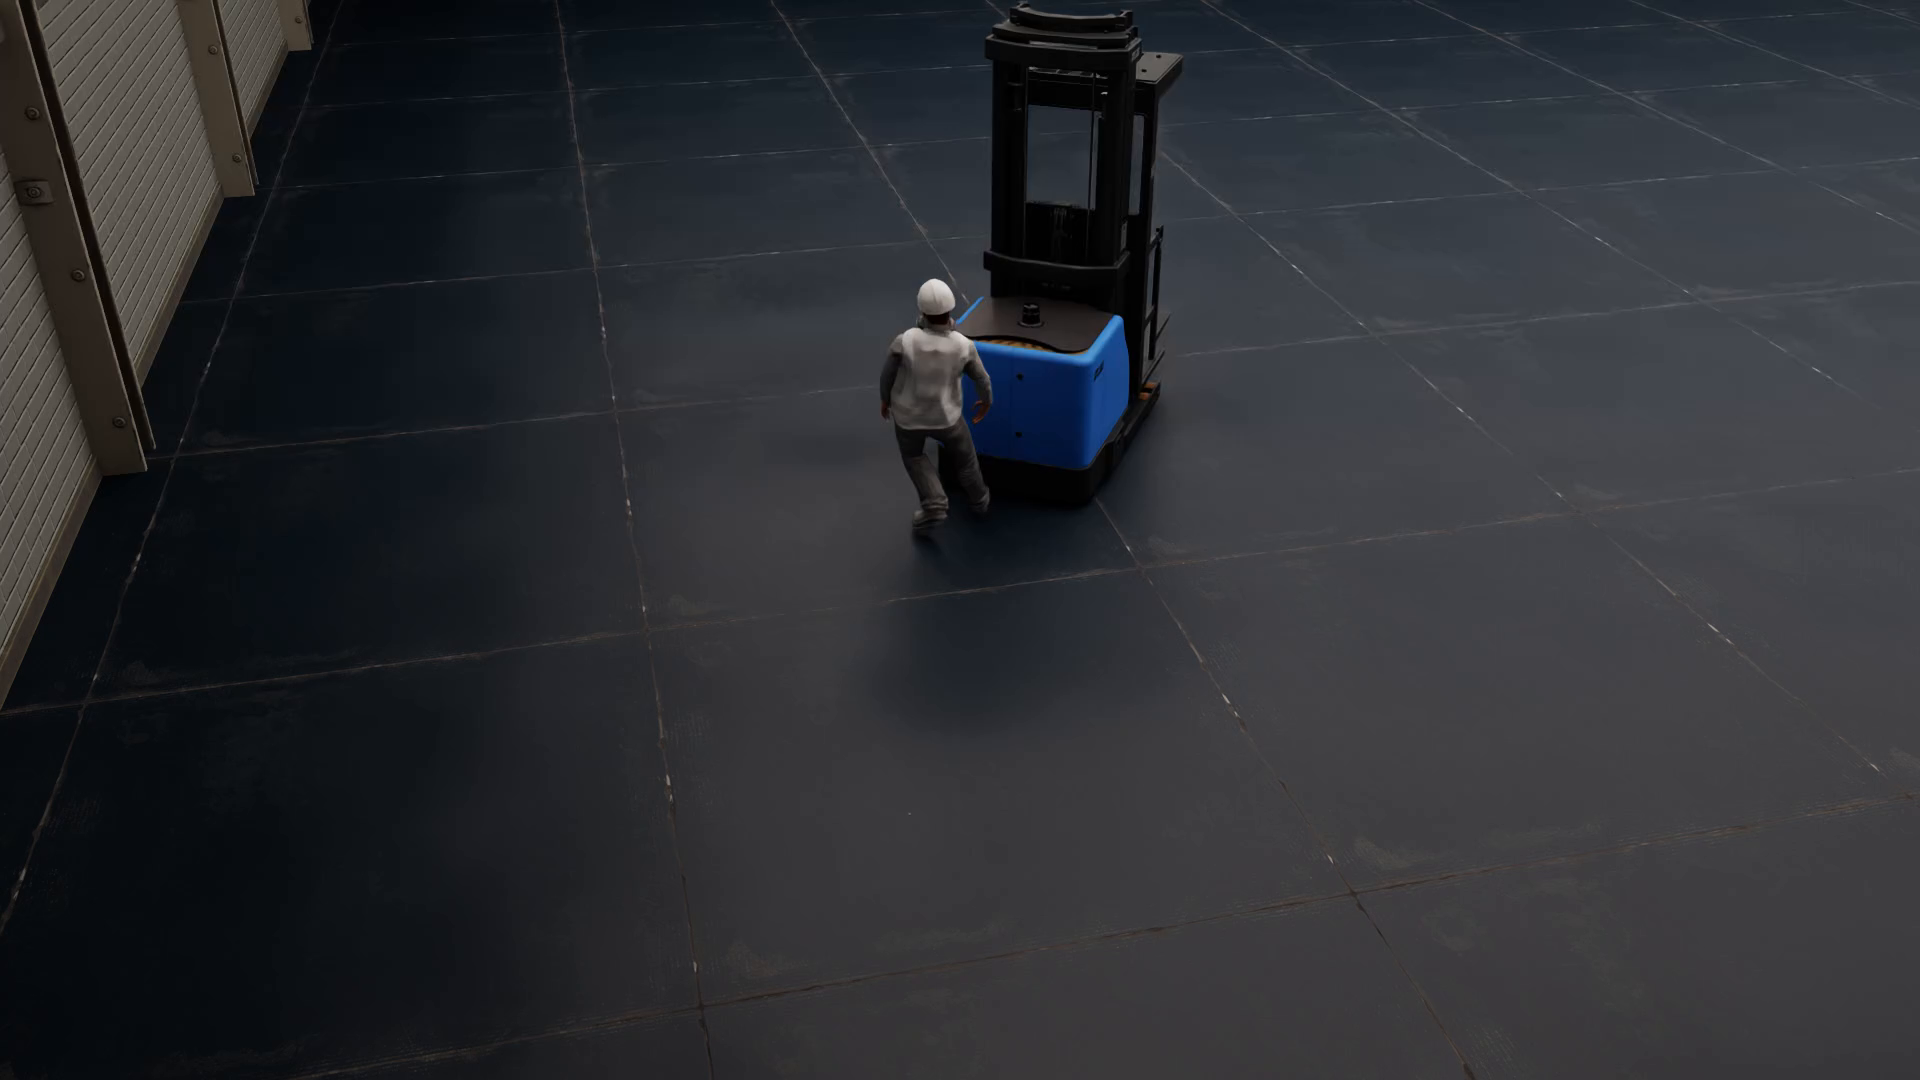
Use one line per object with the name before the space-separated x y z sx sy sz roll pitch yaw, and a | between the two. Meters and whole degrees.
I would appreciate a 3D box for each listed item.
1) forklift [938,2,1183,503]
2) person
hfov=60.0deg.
forklift | 0.836 -2.235 11.435 1.130 2.935 3.031 10 32 17
person | -0.140 -0.871 10.313 0.697 1.711 0.710 0 30 -1
